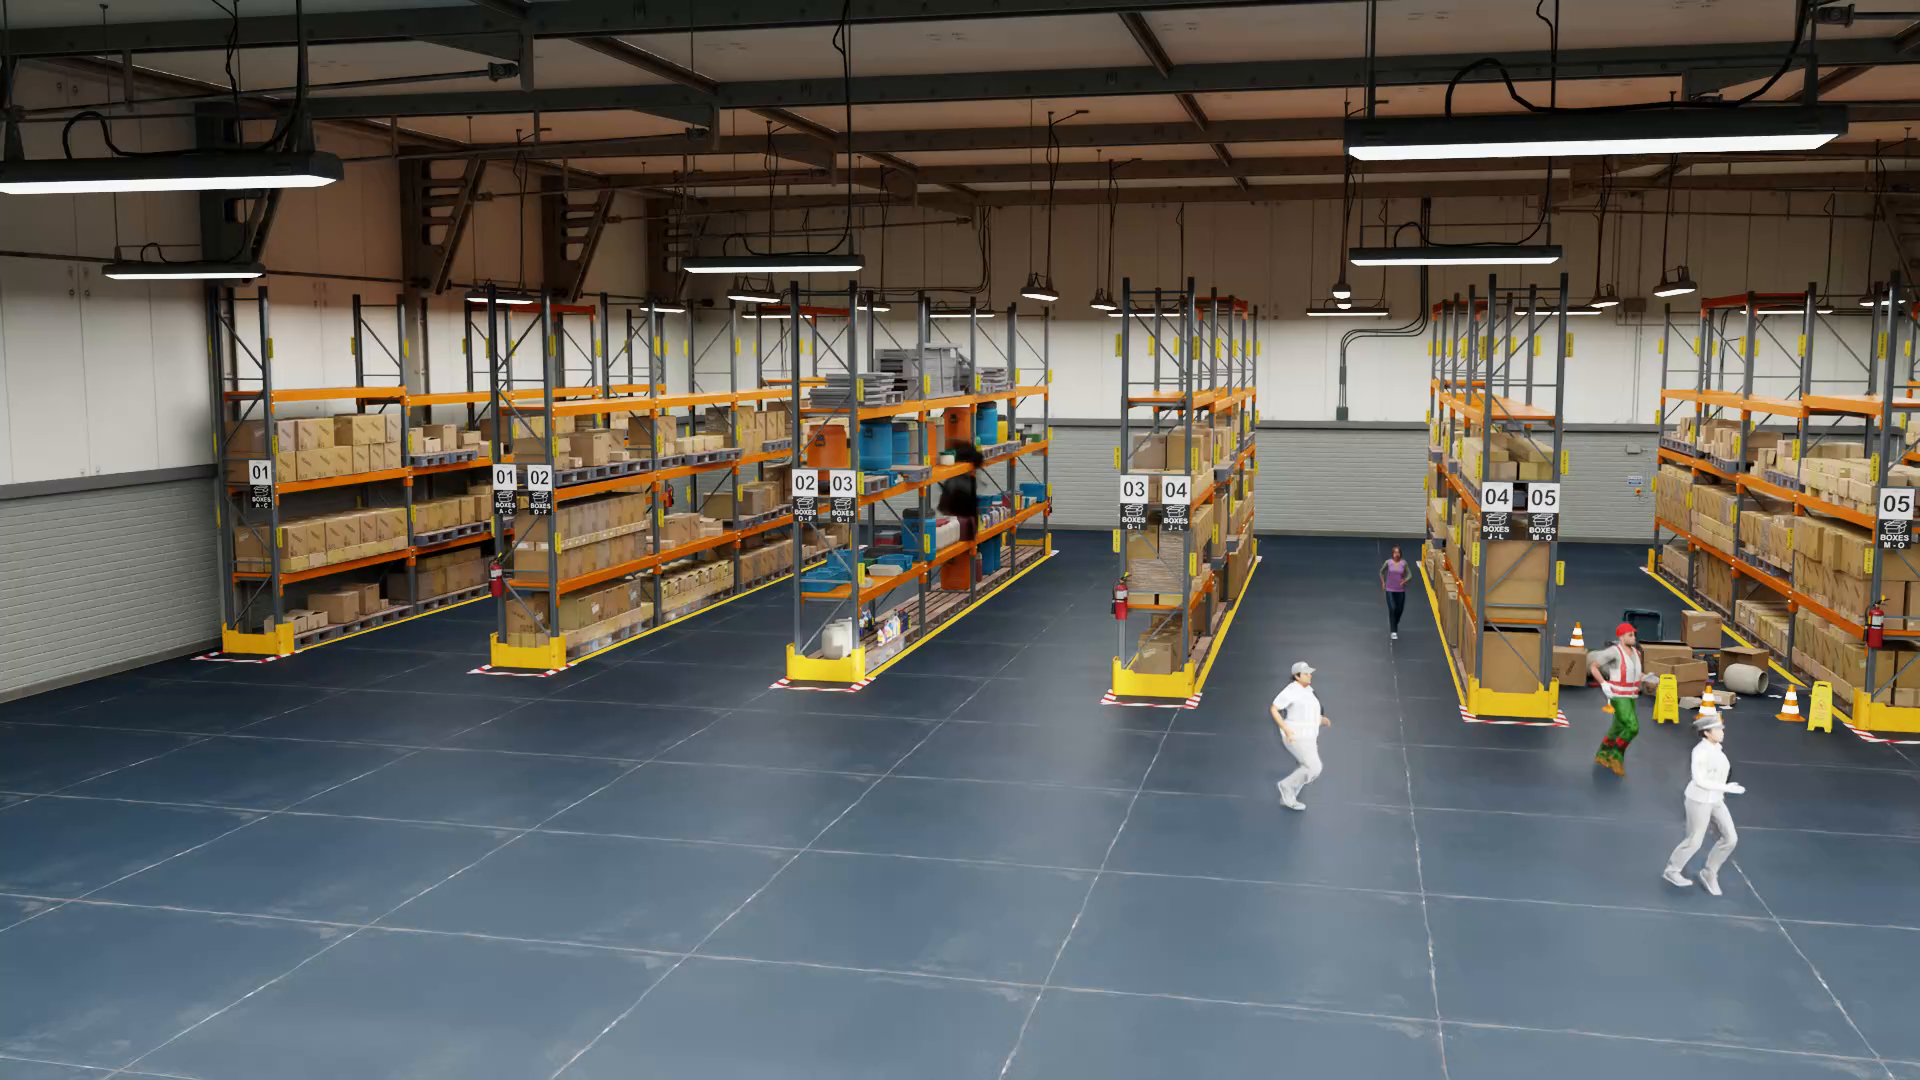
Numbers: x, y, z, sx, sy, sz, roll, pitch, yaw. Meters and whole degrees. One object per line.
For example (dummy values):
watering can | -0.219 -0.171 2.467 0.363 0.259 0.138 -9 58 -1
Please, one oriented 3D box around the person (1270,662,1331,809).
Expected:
person | 3.725 2.130 17.984 0.567 1.626 0.593 5 8 37

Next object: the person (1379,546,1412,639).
person | 7.577 0.894 28.950 0.558 1.584 0.723 1 7 8

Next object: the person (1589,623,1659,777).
person | 7.834 1.877 19.609 0.632 1.809 0.726 -4 8 -33

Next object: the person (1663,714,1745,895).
person | 6.863 2.434 15.267 0.625 1.743 0.698 -6 9 -42

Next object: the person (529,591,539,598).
person | -7.467 0.736 29.548 0.657 1.707 0.971 1 7 10
